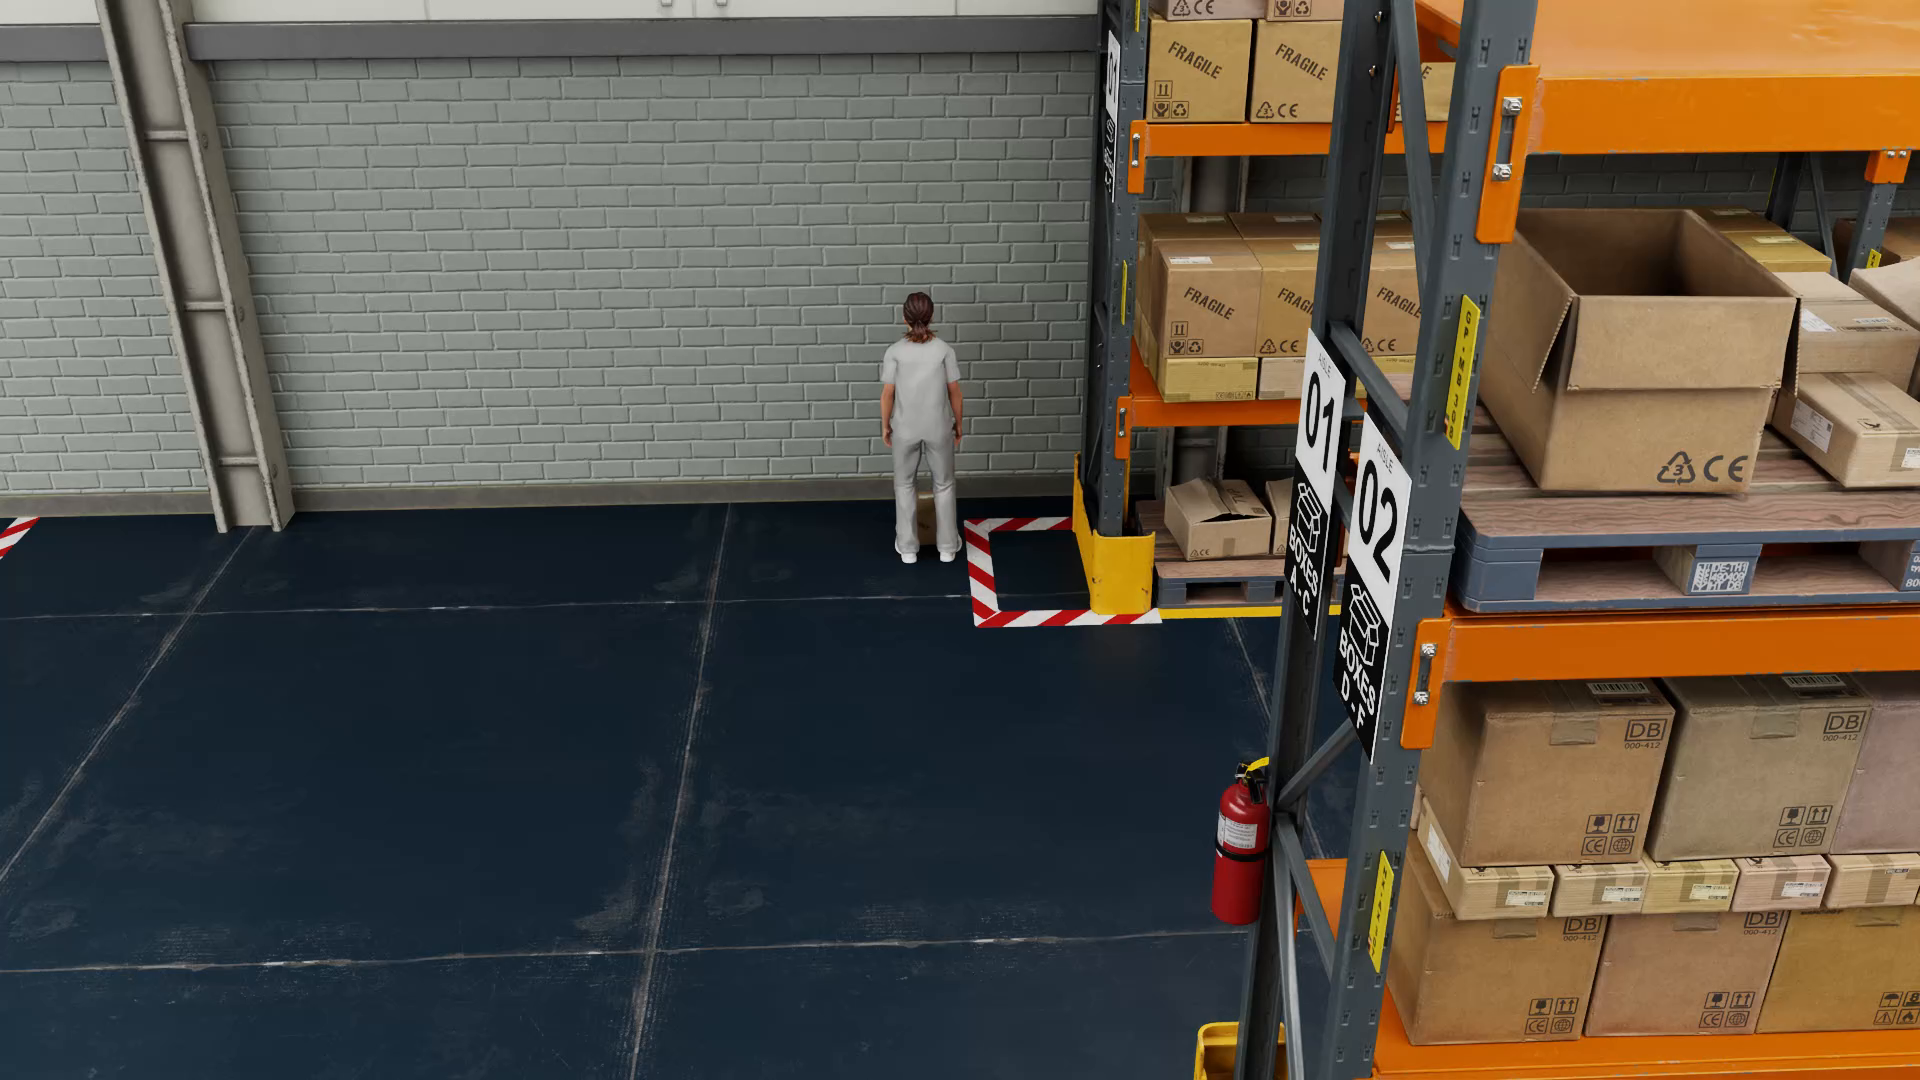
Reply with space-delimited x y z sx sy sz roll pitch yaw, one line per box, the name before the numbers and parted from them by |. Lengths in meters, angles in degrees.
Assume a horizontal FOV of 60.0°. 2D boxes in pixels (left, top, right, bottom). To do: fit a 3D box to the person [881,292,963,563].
person | -0.225 -0.651 9.863 0.485 1.672 0.360 -1 28 -2
